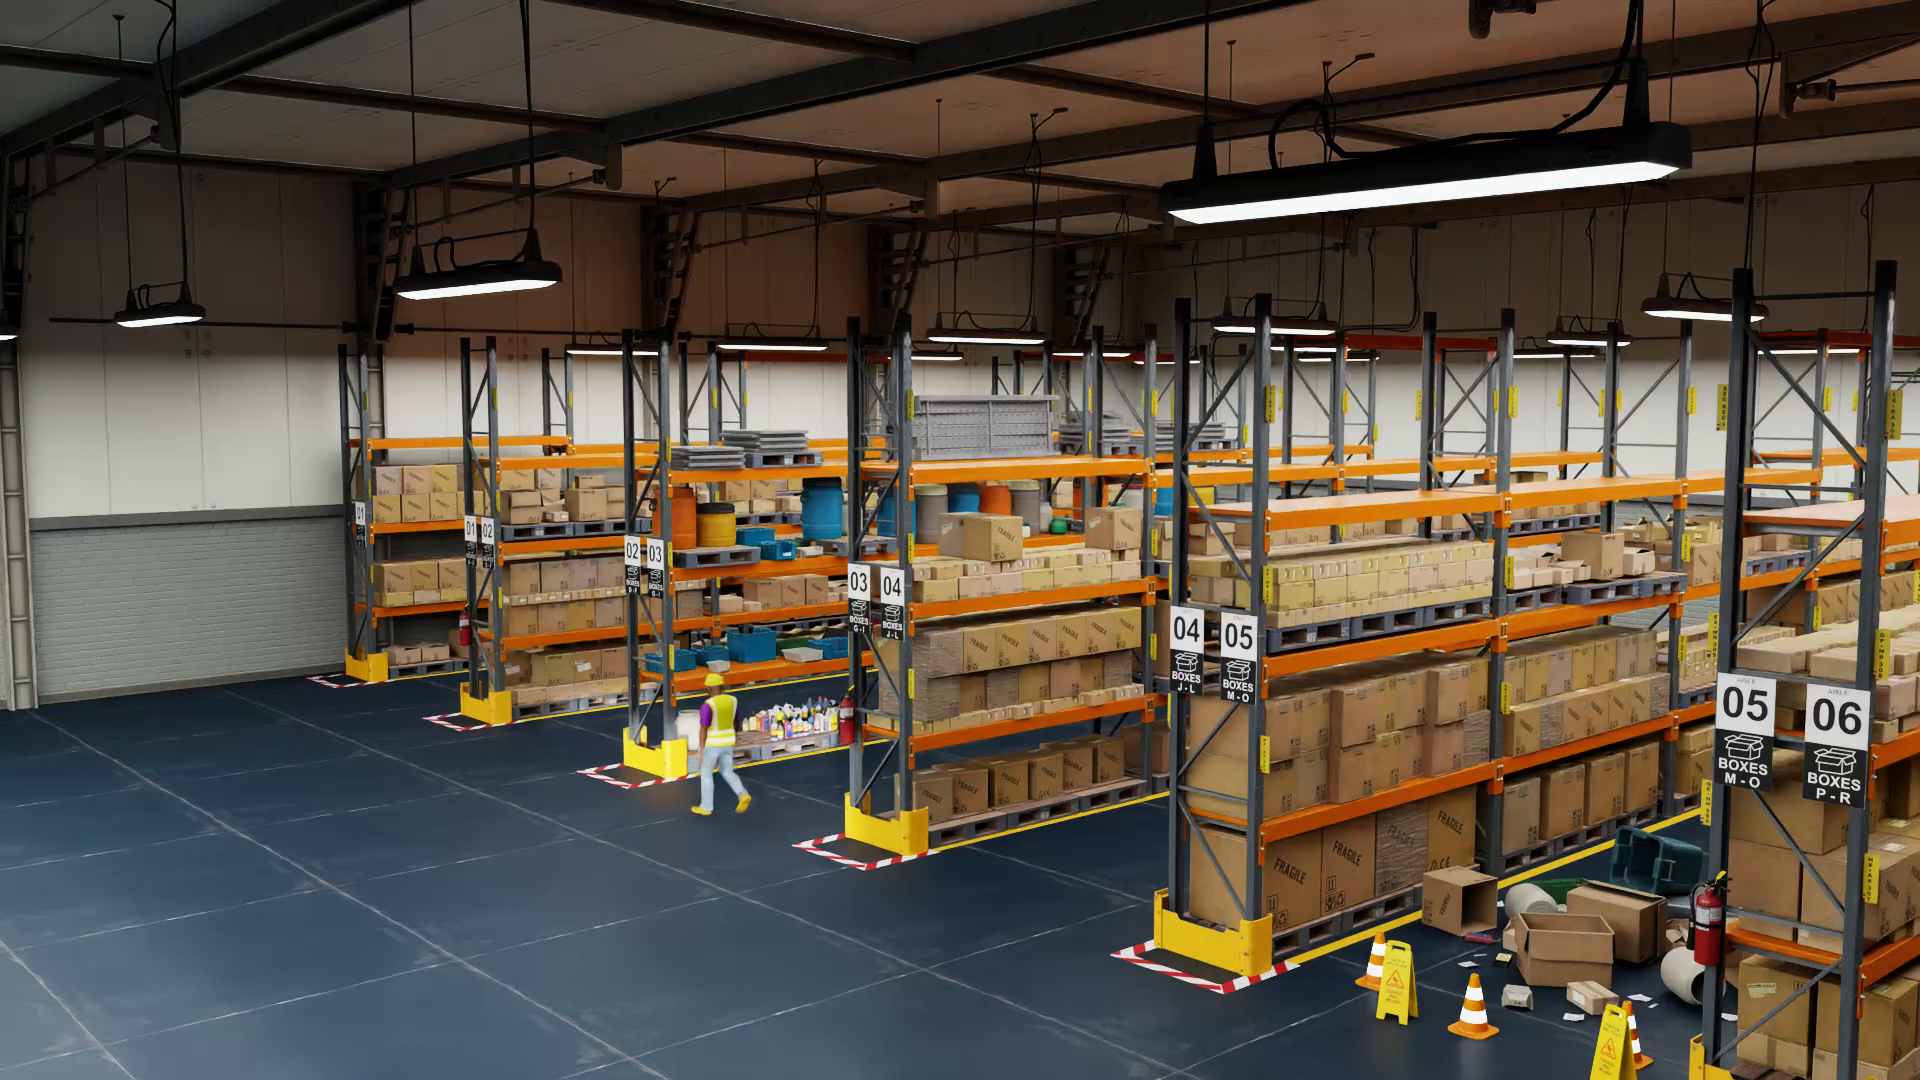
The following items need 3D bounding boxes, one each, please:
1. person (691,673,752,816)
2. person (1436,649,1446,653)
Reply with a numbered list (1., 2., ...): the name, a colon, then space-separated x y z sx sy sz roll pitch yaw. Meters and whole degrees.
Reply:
1. person: -2.912 2.489 20.189 0.818 1.757 0.618 5 7 43
2. person: 6.534 2.303 22.809 0.979 1.607 0.468 -4 7 -40
